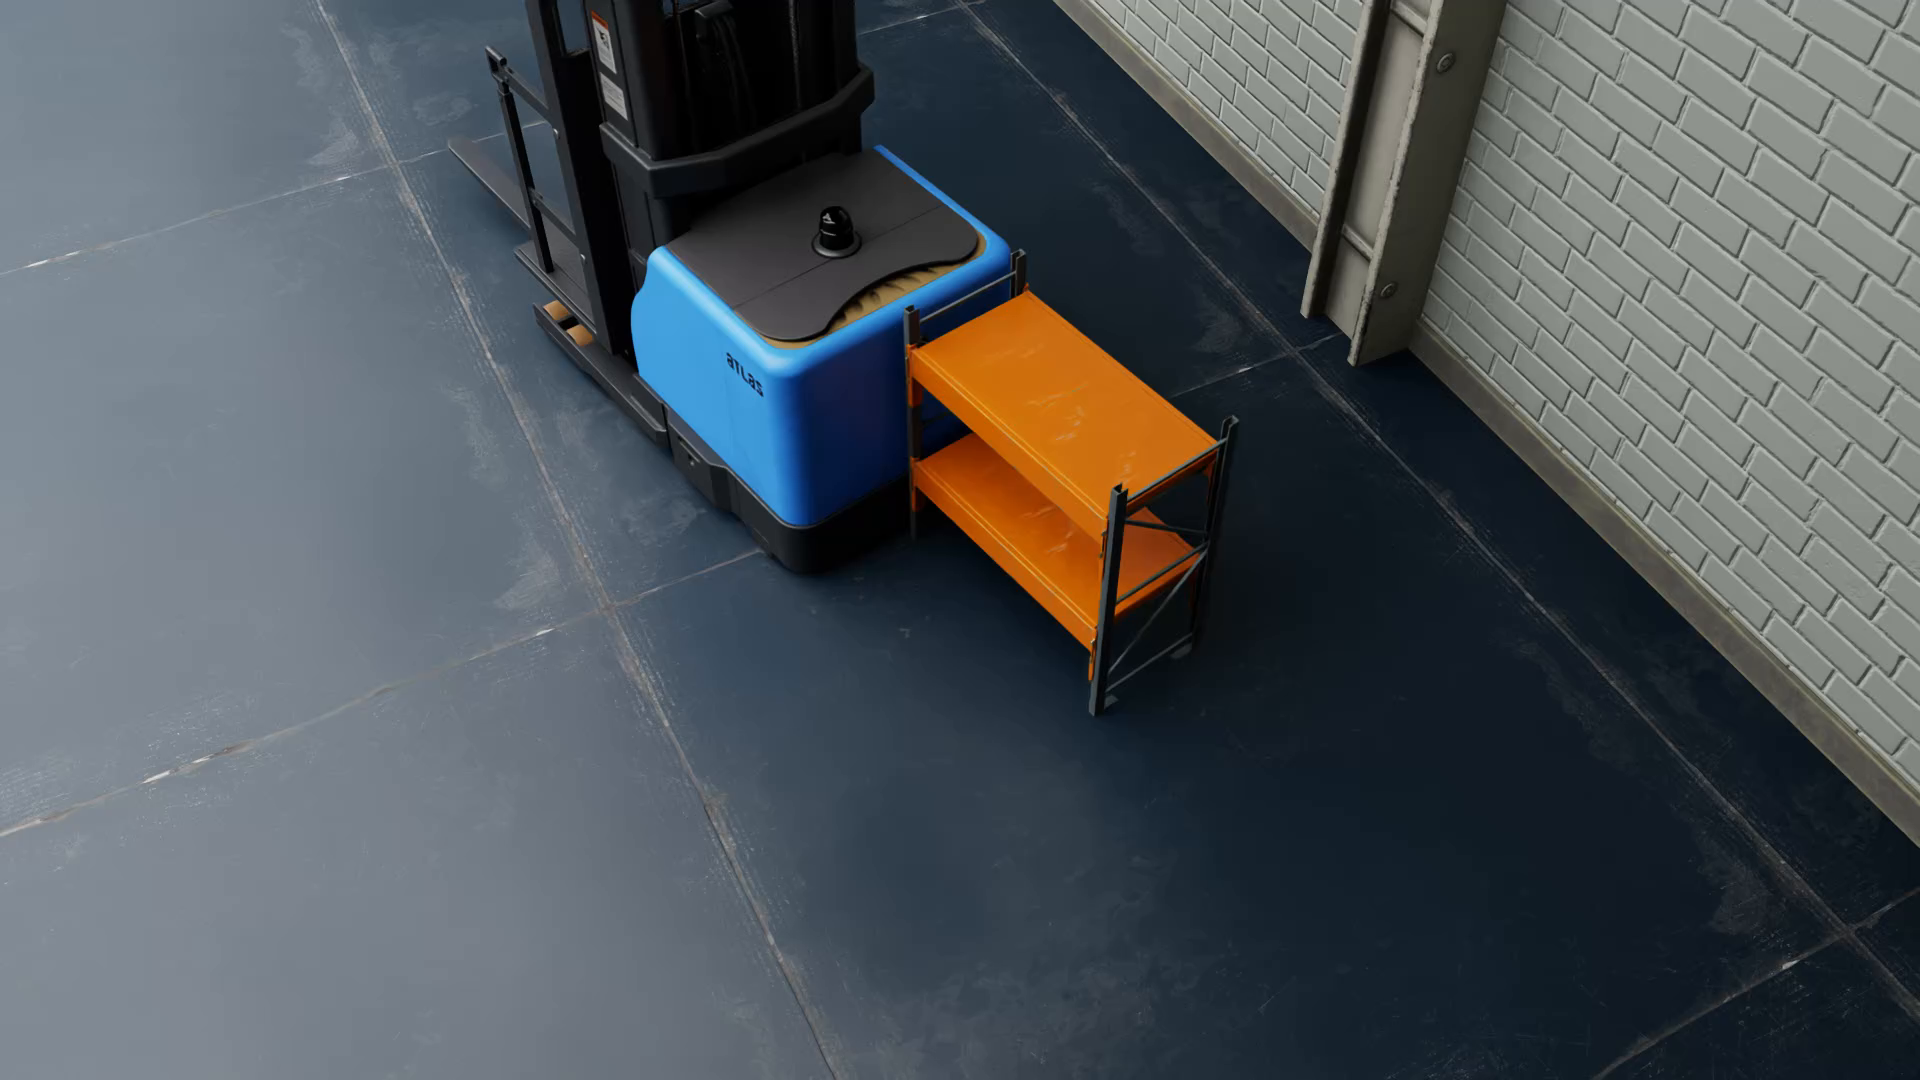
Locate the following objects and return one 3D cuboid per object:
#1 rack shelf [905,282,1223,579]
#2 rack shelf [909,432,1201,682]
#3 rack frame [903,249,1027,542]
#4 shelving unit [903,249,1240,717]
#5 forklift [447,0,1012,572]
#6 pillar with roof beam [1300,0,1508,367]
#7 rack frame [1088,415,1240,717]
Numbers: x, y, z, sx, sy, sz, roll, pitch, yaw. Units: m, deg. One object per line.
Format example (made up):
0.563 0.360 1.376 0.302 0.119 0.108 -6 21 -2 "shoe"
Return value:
0.334 -0.380 5.447 0.538 0.278 1.000 -31 56 -24 "rack shelf"
0.334 -0.027 5.851 0.538 0.278 1.000 -31 56 -24 "rack shelf"
0.019 -0.488 5.930 0.500 1.125 0.032 -31 56 -24 "rack frame"
0.334 -0.188 5.667 0.538 1.125 1.048 -31 56 -24 "shelving unit"
-1.119 -1.902 5.966 1.130 2.935 3.031 -31 56 -24 "forklift"
-2.151 -2.378 2.352 9.100 9.000 0.400 -21 52 -18 "pillar with roof beam"
0.649 0.113 5.404 0.500 1.125 0.032 -31 56 -24 "rack frame"
